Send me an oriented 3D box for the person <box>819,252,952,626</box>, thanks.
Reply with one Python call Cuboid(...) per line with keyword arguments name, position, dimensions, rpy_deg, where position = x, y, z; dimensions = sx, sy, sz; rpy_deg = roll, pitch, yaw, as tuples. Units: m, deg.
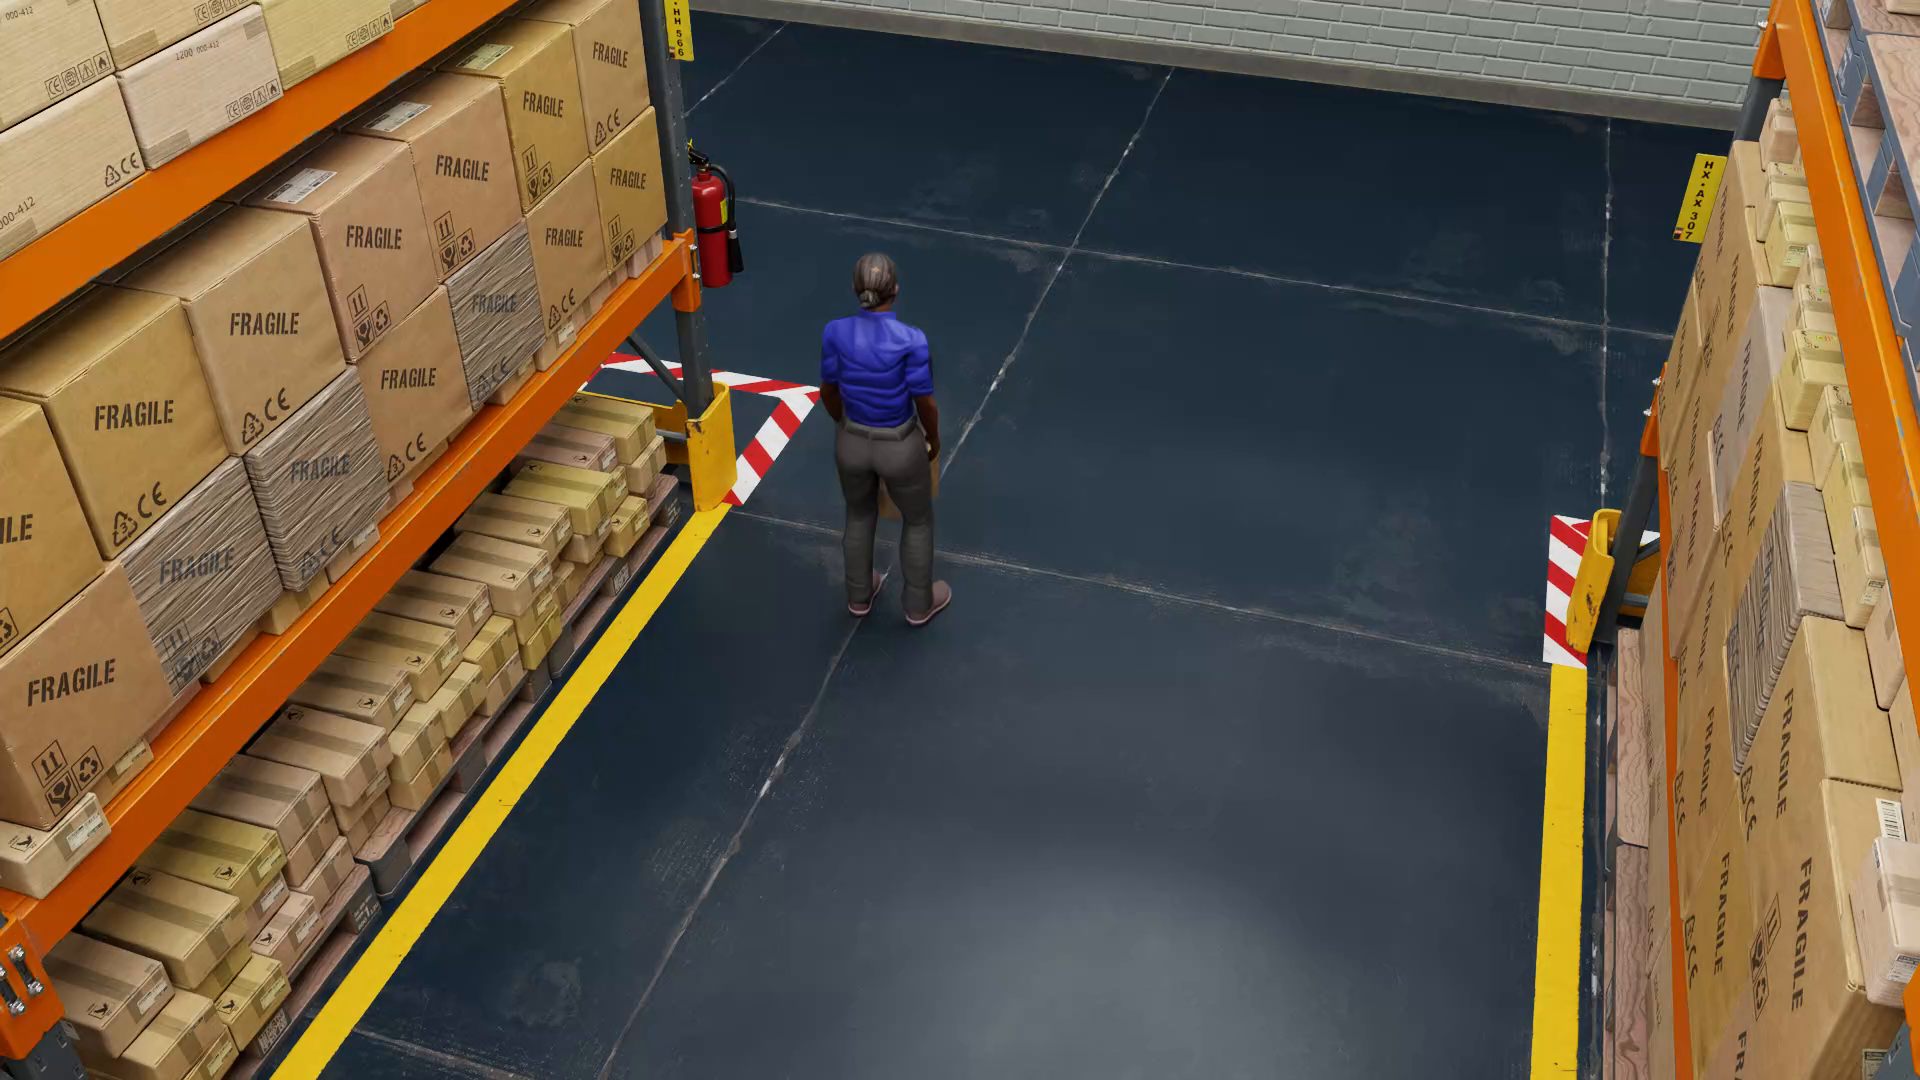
Cuboid(name="person", position=(-0.303, -0.381, 6.651), dimensions=(0.494, 1.659, 0.345), rpy_deg=(10, 38, 13))
